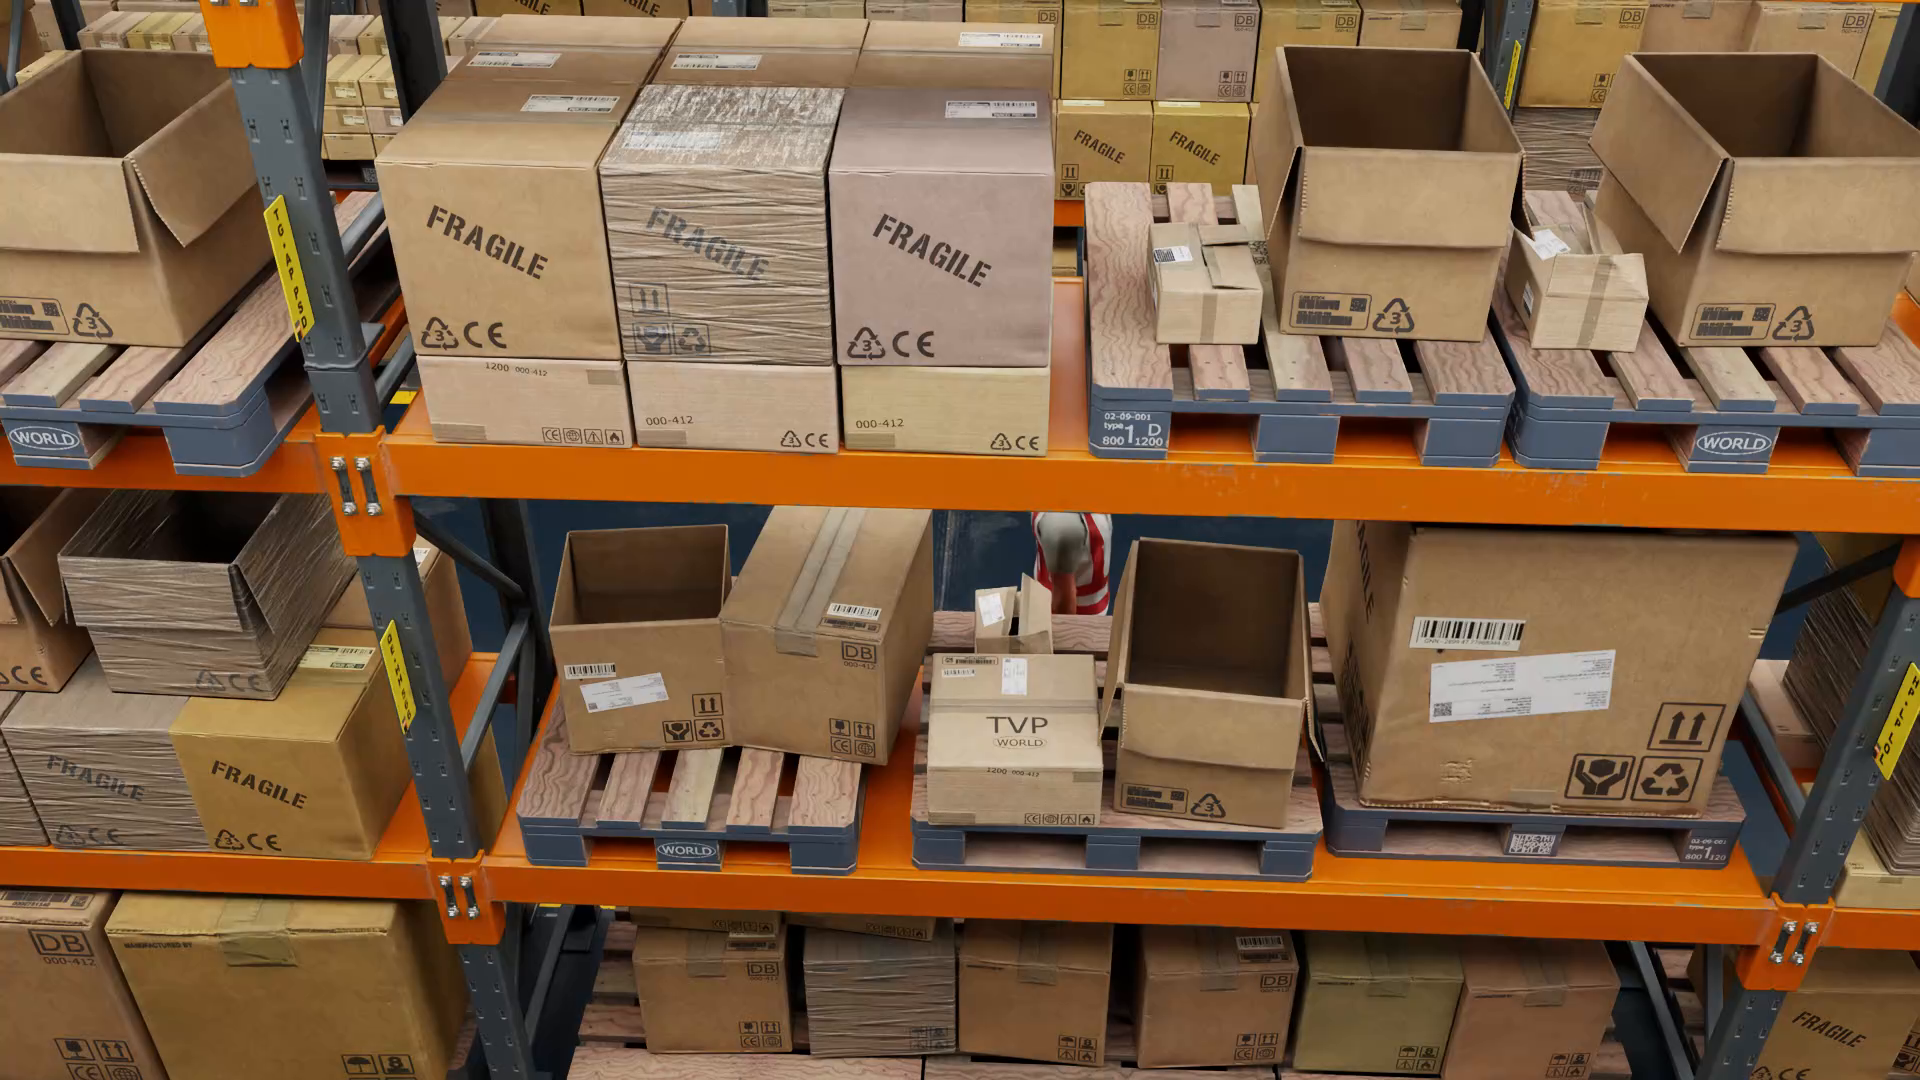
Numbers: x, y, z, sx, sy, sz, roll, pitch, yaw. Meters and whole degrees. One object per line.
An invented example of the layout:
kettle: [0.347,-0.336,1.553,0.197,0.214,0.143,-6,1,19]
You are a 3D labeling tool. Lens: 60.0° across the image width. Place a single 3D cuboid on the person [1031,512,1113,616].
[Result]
person: [0.446,0.256,6.730,0.339,1.792,0.523,2,35,3]
